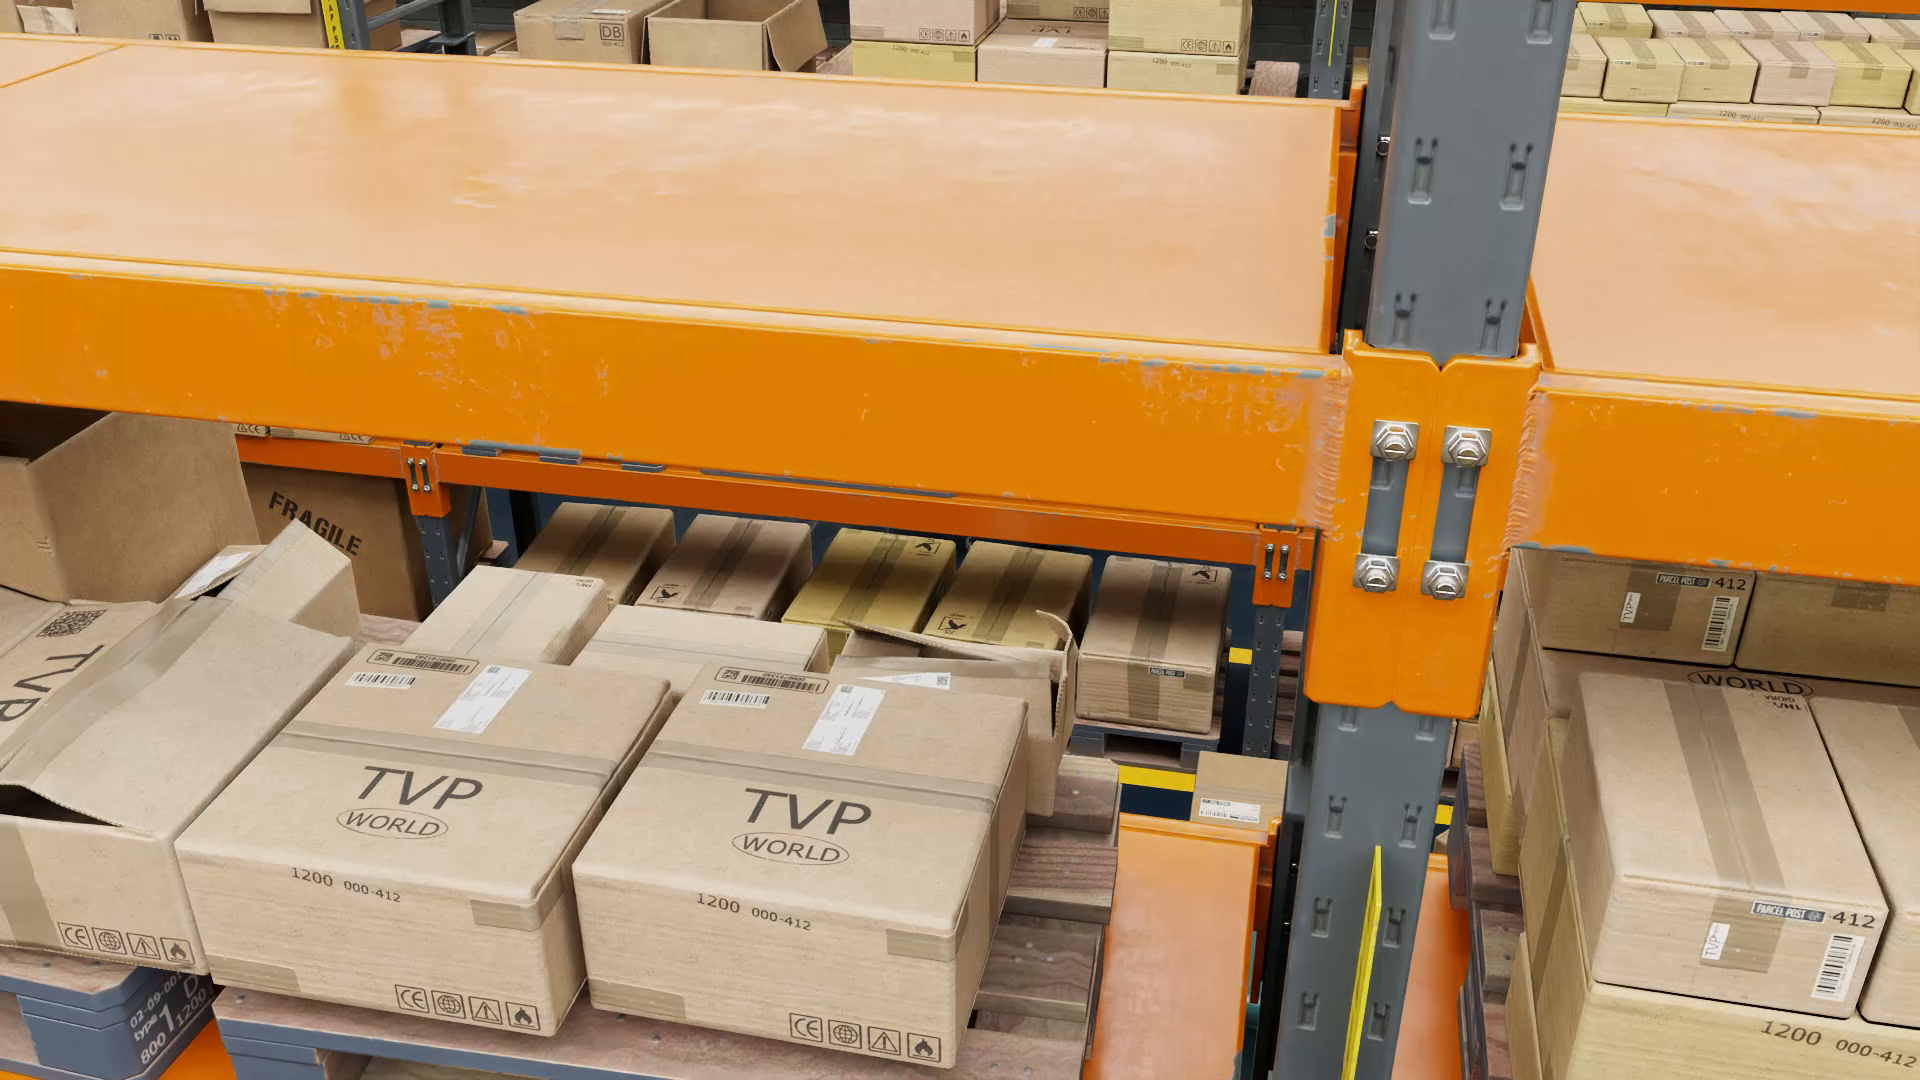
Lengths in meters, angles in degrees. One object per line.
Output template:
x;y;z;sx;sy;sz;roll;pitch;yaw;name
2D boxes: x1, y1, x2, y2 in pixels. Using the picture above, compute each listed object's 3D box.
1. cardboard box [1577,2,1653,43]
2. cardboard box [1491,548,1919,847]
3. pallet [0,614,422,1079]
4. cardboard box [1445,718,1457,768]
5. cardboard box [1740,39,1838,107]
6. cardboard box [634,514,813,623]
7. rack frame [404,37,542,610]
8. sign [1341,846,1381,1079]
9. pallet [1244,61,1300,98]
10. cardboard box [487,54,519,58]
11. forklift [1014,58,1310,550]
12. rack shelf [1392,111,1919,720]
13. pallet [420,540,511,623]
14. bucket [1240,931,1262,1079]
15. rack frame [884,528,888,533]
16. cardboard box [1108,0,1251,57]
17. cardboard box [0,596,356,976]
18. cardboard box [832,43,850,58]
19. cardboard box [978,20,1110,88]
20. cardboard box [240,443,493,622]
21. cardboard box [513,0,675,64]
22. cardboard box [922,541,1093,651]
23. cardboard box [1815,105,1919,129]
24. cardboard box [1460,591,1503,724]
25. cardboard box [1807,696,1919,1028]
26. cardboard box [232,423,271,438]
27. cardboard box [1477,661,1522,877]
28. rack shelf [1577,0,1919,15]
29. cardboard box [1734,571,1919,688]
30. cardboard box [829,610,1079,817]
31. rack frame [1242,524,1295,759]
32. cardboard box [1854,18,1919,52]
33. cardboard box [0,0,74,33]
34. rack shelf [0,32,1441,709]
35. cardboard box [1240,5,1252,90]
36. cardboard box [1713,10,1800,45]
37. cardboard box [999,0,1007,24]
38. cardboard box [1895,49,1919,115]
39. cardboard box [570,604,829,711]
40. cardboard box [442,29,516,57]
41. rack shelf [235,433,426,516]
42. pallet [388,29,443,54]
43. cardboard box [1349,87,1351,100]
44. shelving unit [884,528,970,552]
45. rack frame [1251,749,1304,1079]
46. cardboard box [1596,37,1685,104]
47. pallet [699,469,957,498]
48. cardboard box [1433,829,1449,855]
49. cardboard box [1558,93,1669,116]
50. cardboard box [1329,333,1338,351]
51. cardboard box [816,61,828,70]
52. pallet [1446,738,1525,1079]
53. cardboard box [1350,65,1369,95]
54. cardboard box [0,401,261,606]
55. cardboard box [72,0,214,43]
2.605;-2.034;6.650;0.250;0.149;0.380;7;29;12;cardboard box
1.062;0.224;2.398;0.500;0.250;0.500;6;29;10;cardboard box
-1.649;0.421;2.931;1.213;0.211;1.003;7;30;13;pallet
1.983;0.777;7.633;0.500;0.250;0.500;5;29;8;cardboard box
2.987;-1.696;6.032;0.250;0.149;0.380;5;29;10;cardboard box
-1.176;0.268;8.436;0.625;0.372;0.950;5;29;10;cardboard box
-2.450;-0.832;8.146;0.127;3.000;1.000;6;29;11;rack frame
0.424;0.479;1.761;0.005;0.325;0.100;6;29;11;sign
0.881;-1.776;6.942;1.003;0.211;1.213;6;29;11;pallet
-2.098;-2.104;7.608;0.250;0.149;0.380;6;29;11;cardboard box
1.296;-1.789;9.966;3.031;2.935;1.130;-21;35;-33;forklift
2.483;-0.036;1.610;4.000;0.370;1.077;6;29;11;rack shelf
-3.205;0.277;9.024;1.213;0.211;1.003;6;29;11;pallet
1.142;1.604;5.522;0.620;0.611;0.726;7;28;33;bucket
-0.406;-0.568;9.537;0.015;1.200;0.240;7;29;12;rack frame
0.869;-2.082;6.505;0.500;0.250;0.500;7;29;12;cardboard box
-1.233;0.327;2.457;0.500;0.311;0.500;5;29;9;cardboard box
-0.777;-3.580;12.386;0.250;0.149;0.380;7;29;12;cardboard box
0.367;-1.908;6.708;0.500;0.250;0.500;6;29;11;cardboard box
-3.108;-0.192;8.753;0.875;0.875;0.875;6;29;10;cardboard box
-1.525;-2.092;7.219;0.500;0.500;0.700;6;29;11;cardboard box
0.245;0.416;8.166;0.625;0.372;0.950;8;30;14;cardboard box
3.323;-1.485;6.062;0.500;0.250;0.500;6;29;11;cardboard box
2.509;0.496;7.365;0.500;0.500;0.500;7;29;13;cardboard box
1.062;0.342;1.768;0.250;0.149;0.380;6;29;10;cardboard box
-3.501;-0.739;8.132;0.500;0.250;0.500;6;29;11;cardboard box
0.950;0.357;2.571;0.250;0.149;0.380;6;29;10;cardboard box
4.451;-3.562;10.758;4.000;0.370;1.077;6;29;11;rack shelf
1.199;0.033;2.332;0.250;0.149;0.380;6;29;10;cardboard box
-0.011;0.242;2.660;0.396;0.266;0.258;5;29;10;cardboard box
1.462;-0.431;7.413;0.127;3.000;1.000;6;29;11;rack frame
3.587;-1.884;6.375;0.250;0.149;0.380;6;29;12;cardboard box
-4.234;-2.416;7.375;0.500;0.500;0.500;6;29;11;cardboard box
-1.429;-0.437;2.343;4.000;0.370;1.077;6;29;11;rack shelf
0.974;-2.112;7.079;0.500;0.250;0.500;5;29;9;cardboard box
3.101;-1.958;6.511;0.250;0.149;0.380;6;29;11;cardboard box
-0.019;-2.202;7.244;0.500;0.250;0.500;6;29;10;cardboard box
3.475;-1.618;5.890;0.250;0.149;0.380;7;29;12;cardboard box
-0.435;0.250;2.766;0.380;0.149;0.250;6;29;11;cardboard box
-3.628;-3.508;12.493;0.500;0.500;0.700;6;29;10;cardboard box
-4.406;-0.717;8.685;4.000;0.370;1.077;6;29;11;rack shelf
-3.090;-2.104;7.543;1.003;0.211;1.213;7;30;13;pallet
2.752;-2.935;11.208;0.250;0.149;0.380;5;29;10;cardboard box
-0.170;-0.539;9.485;0.503;1.200;0.258;7;29;12;shelving unit
0.527;1.904;3.148;0.127;3.000;1.000;6;29;11;rack frame
2.470;-1.719;6.074;0.250;0.149;0.380;6;29;10;cardboard box
-0.505;-0.568;7.864;1.213;0.211;1.003;6;29;11;pallet
2.226;1.411;6.649;0.500;0.500;0.500;-21;35;-33;cardboard box
2.342;-1.591;6.255;0.500;0.250;0.500;6;29;10;cardboard box
2.899;-1.536;11.858;0.500;0.250;0.500;6;29;11;cardboard box
-0.905;-3.295;11.866;0.250;0.149;0.380;6;29;12;cardboard box
1.325;0.714;2.290;1.213;0.211;1.003;6;29;11;pallet
2.745;-3.050;11.108;0.250;0.149;0.380;6;29;12;cardboard box
-1.626;-0.042;2.934;0.500;0.500;0.500;6;29;11;cardboard box
-3.457;-2.386;7.319;0.500;0.500;0.700;4;29;8;cardboard box
